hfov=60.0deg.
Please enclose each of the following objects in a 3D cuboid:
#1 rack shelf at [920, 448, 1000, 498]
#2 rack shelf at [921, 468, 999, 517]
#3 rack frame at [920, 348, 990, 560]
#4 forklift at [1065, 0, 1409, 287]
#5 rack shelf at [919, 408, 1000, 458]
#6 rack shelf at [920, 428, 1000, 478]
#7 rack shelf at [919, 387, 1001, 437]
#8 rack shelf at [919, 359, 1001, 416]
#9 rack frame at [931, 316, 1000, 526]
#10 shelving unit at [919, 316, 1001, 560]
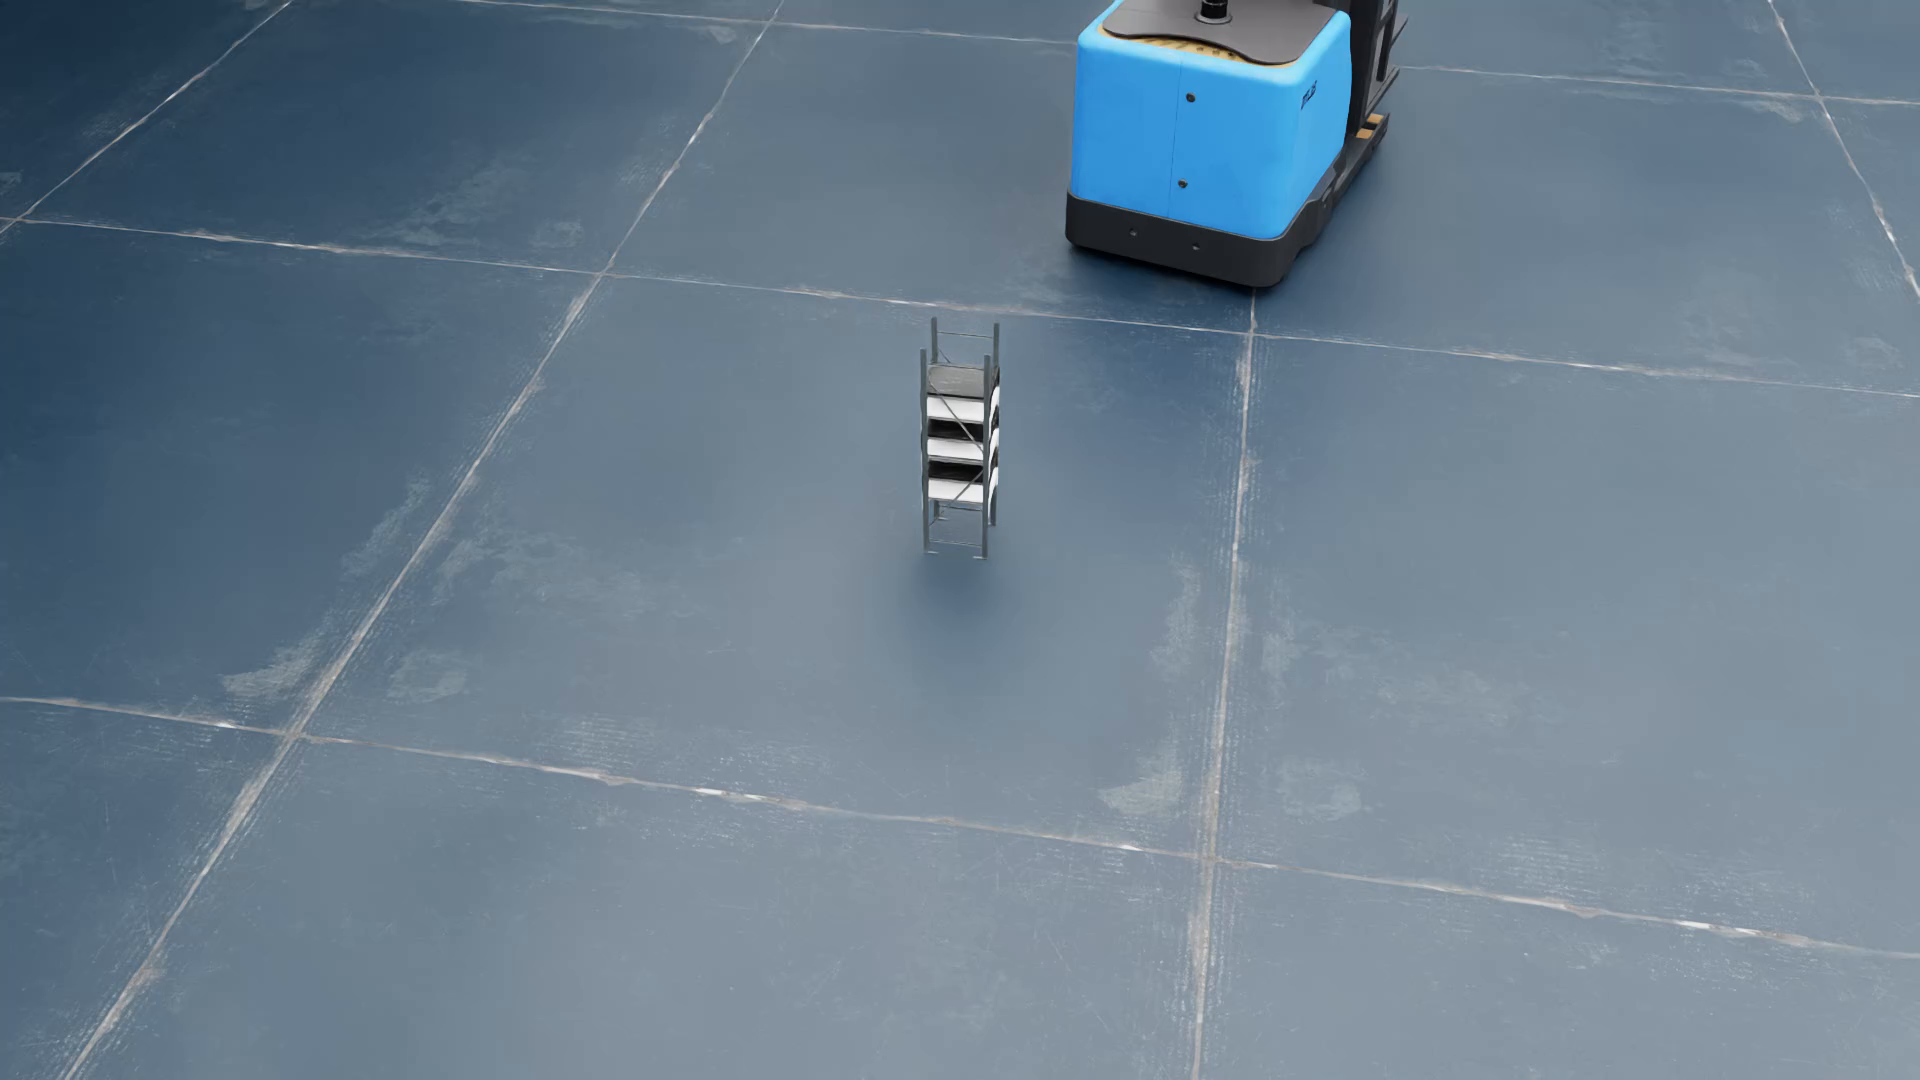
[{"bbox_3d":[0.001,-0.257,6.048,0.258,0.077,0.200,6,40,8],"label":"rack shelf"},{"bbox_3d":[0.001,-0.187,6.105,0.258,0.077,0.200,6,40,8],"label":"rack shelf"},{"bbox_3d":[-0.016,-0.288,5.892,0.240,0.900,0.006,6,40,8],"label":"rack frame"},{"bbox_3d":[1.602,-3.206,7.827,1.130,2.935,3.031,17,43,20],"label":"forklift"},{"bbox_3d":[0.001,-0.396,5.933,0.258,0.077,0.200,6,40,8],"label":"rack shelf"},{"bbox_3d":[0.001,-0.326,5.991,0.258,0.077,0.200,6,40,8],"label":"rack shelf"},{"bbox_3d":[0.001,-0.465,5.876,0.258,0.077,0.200,6,40,8],"label":"rack shelf"},{"bbox_3d":[0.001,-0.534,5.819,0.258,0.077,0.200,6,40,8],"label":"rack shelf"},{"bbox_3d":[0.019,-0.416,6.047,0.240,0.900,0.006,6,40,8],"label":"rack frame"},{"bbox_3d":[0.001,-0.352,5.969,0.258,0.900,0.210,6,40,8],"label":"shelving unit"}]
